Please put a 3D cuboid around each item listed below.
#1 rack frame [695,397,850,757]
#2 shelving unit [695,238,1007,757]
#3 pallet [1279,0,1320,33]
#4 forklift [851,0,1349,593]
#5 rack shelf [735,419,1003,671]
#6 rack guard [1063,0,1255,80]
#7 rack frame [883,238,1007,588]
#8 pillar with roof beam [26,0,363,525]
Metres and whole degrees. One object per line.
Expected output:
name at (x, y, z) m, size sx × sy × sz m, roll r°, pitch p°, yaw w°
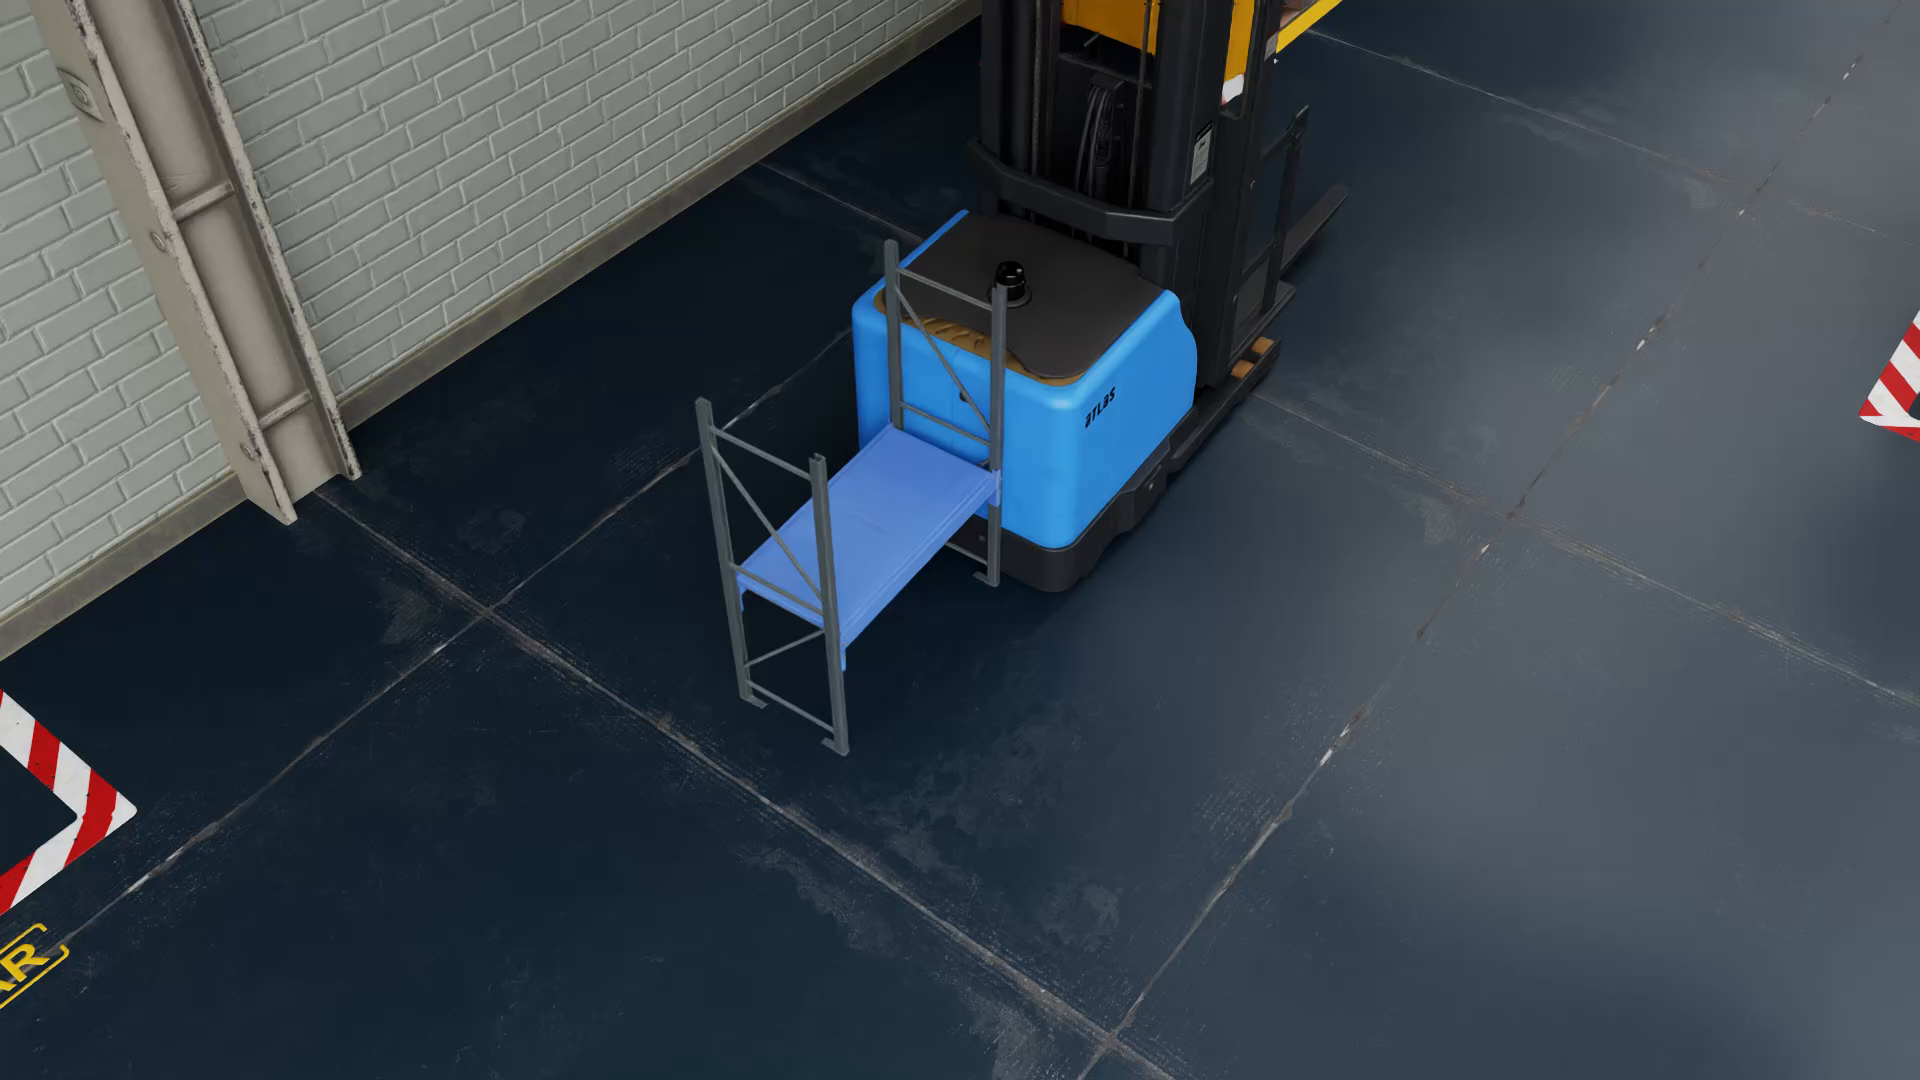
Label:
rack frame at (-0.625, 0.174, 5.711) m, size 0.500 × 1.500 × 0.032 m, roll 26°, pitch 52°, yaw 23°
shelving unit at (-0.339, -0.130, 6.002) m, size 0.538 × 1.500 × 1.048 m, roll 26°, pitch 52°, yaw 23°
pallet at (1.675, -3.457, 10.071) m, size 1.003 × 0.211 × 1.213 m, roll 29°, pitch 53°, yaw 25°
forklift at (0.814, -1.841, 6.647) m, size 1.130 × 2.935 × 3.031 m, roll 26°, pitch 52°, yaw 23°
rack shelf at (-0.339, -0.006, 6.132) m, size 0.538 × 0.185 × 1.000 m, roll 26°, pitch 52°, yaw 23°
rack guard at (1.150, -3.107, 9.537) m, size 1.175 × 0.500 × 0.348 m, roll 29°, pitch 53°, yaw 25°
rack frame at (-0.054, -0.434, 6.292) m, size 0.500 × 1.500 × 0.032 m, roll 26°, pitch 52°, yaw 23°
pillar with roof beam at (0.585, -1.446, 2.073) m, size 9.100 × 9.000 × 0.400 m, roll 29°, pitch 53°, yaw 25°
